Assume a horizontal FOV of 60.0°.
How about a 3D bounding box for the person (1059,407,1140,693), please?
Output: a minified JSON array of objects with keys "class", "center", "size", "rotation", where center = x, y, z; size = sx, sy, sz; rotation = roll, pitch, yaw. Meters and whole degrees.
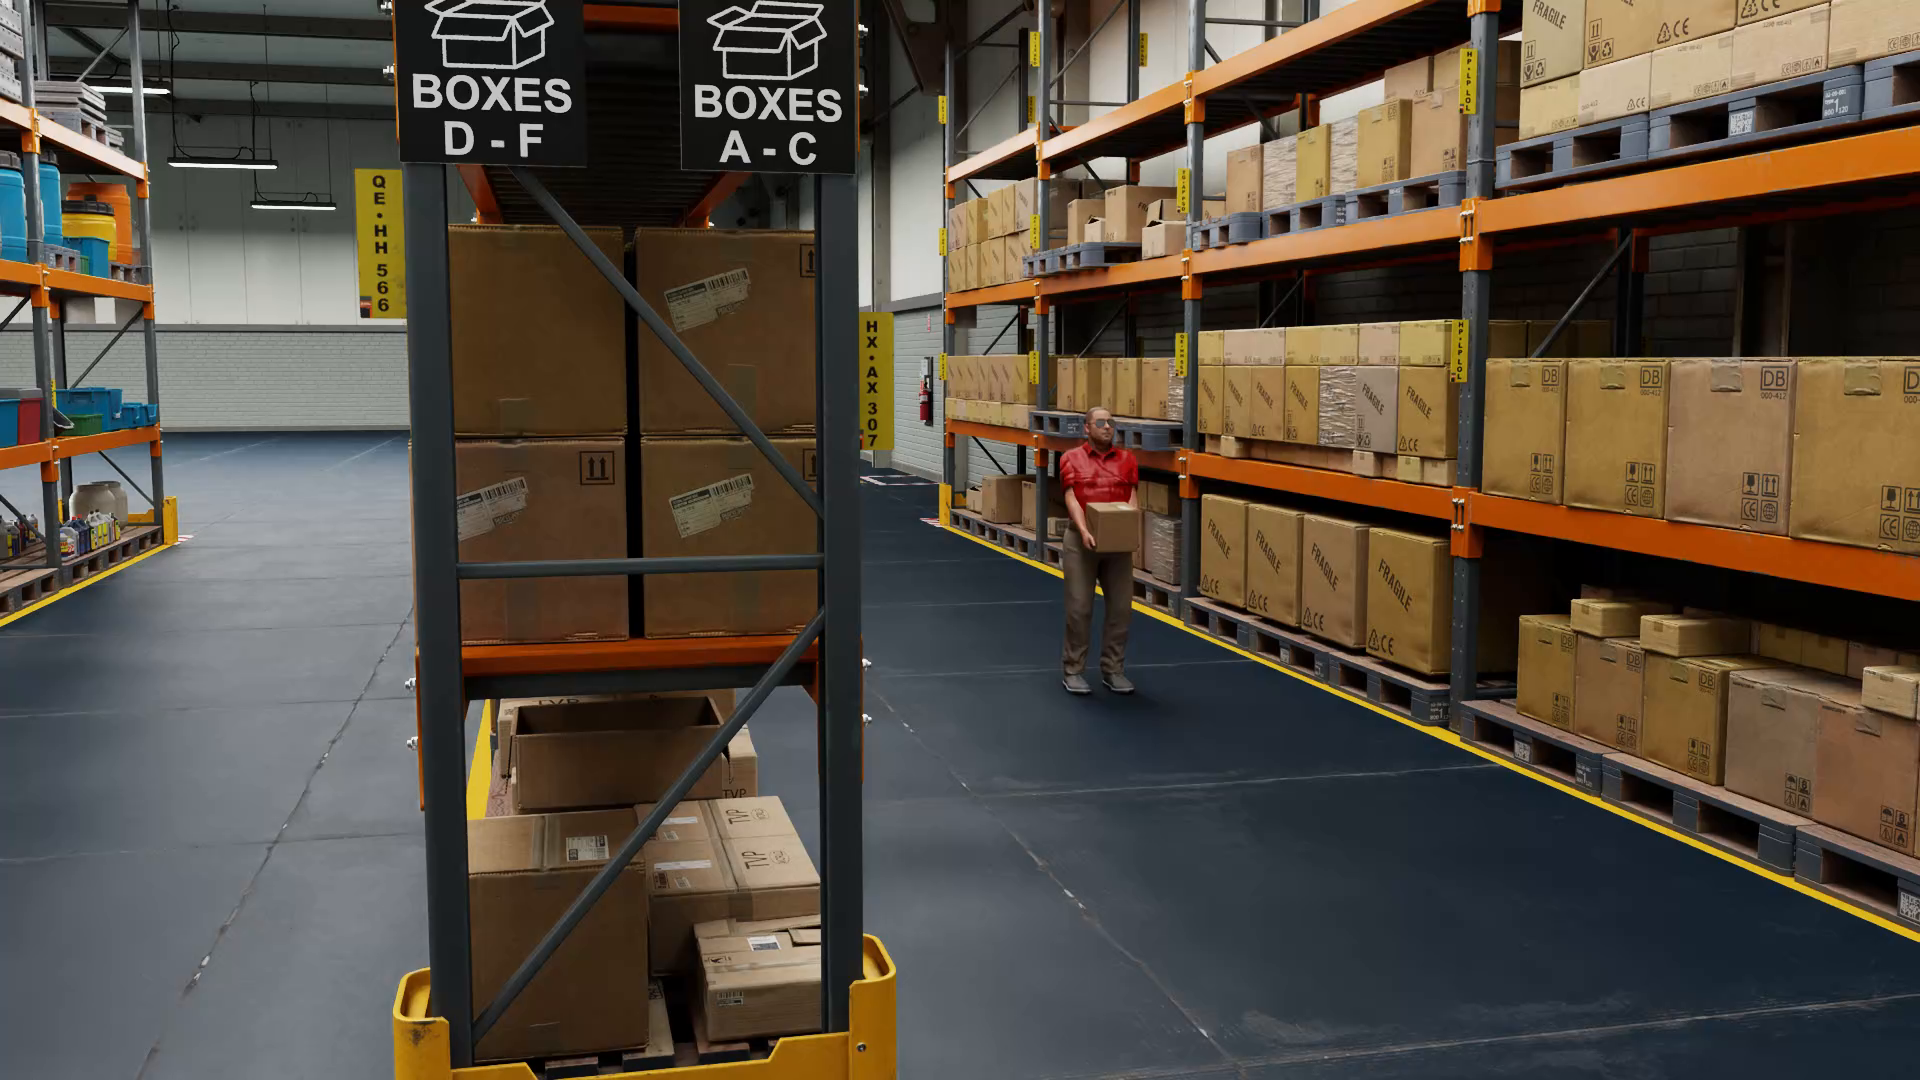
[{"class":"person","center":[0.870,0.062,10.000],"size":[0.493,1.712,0.531],"rotation":[-1,6,-13]}]
